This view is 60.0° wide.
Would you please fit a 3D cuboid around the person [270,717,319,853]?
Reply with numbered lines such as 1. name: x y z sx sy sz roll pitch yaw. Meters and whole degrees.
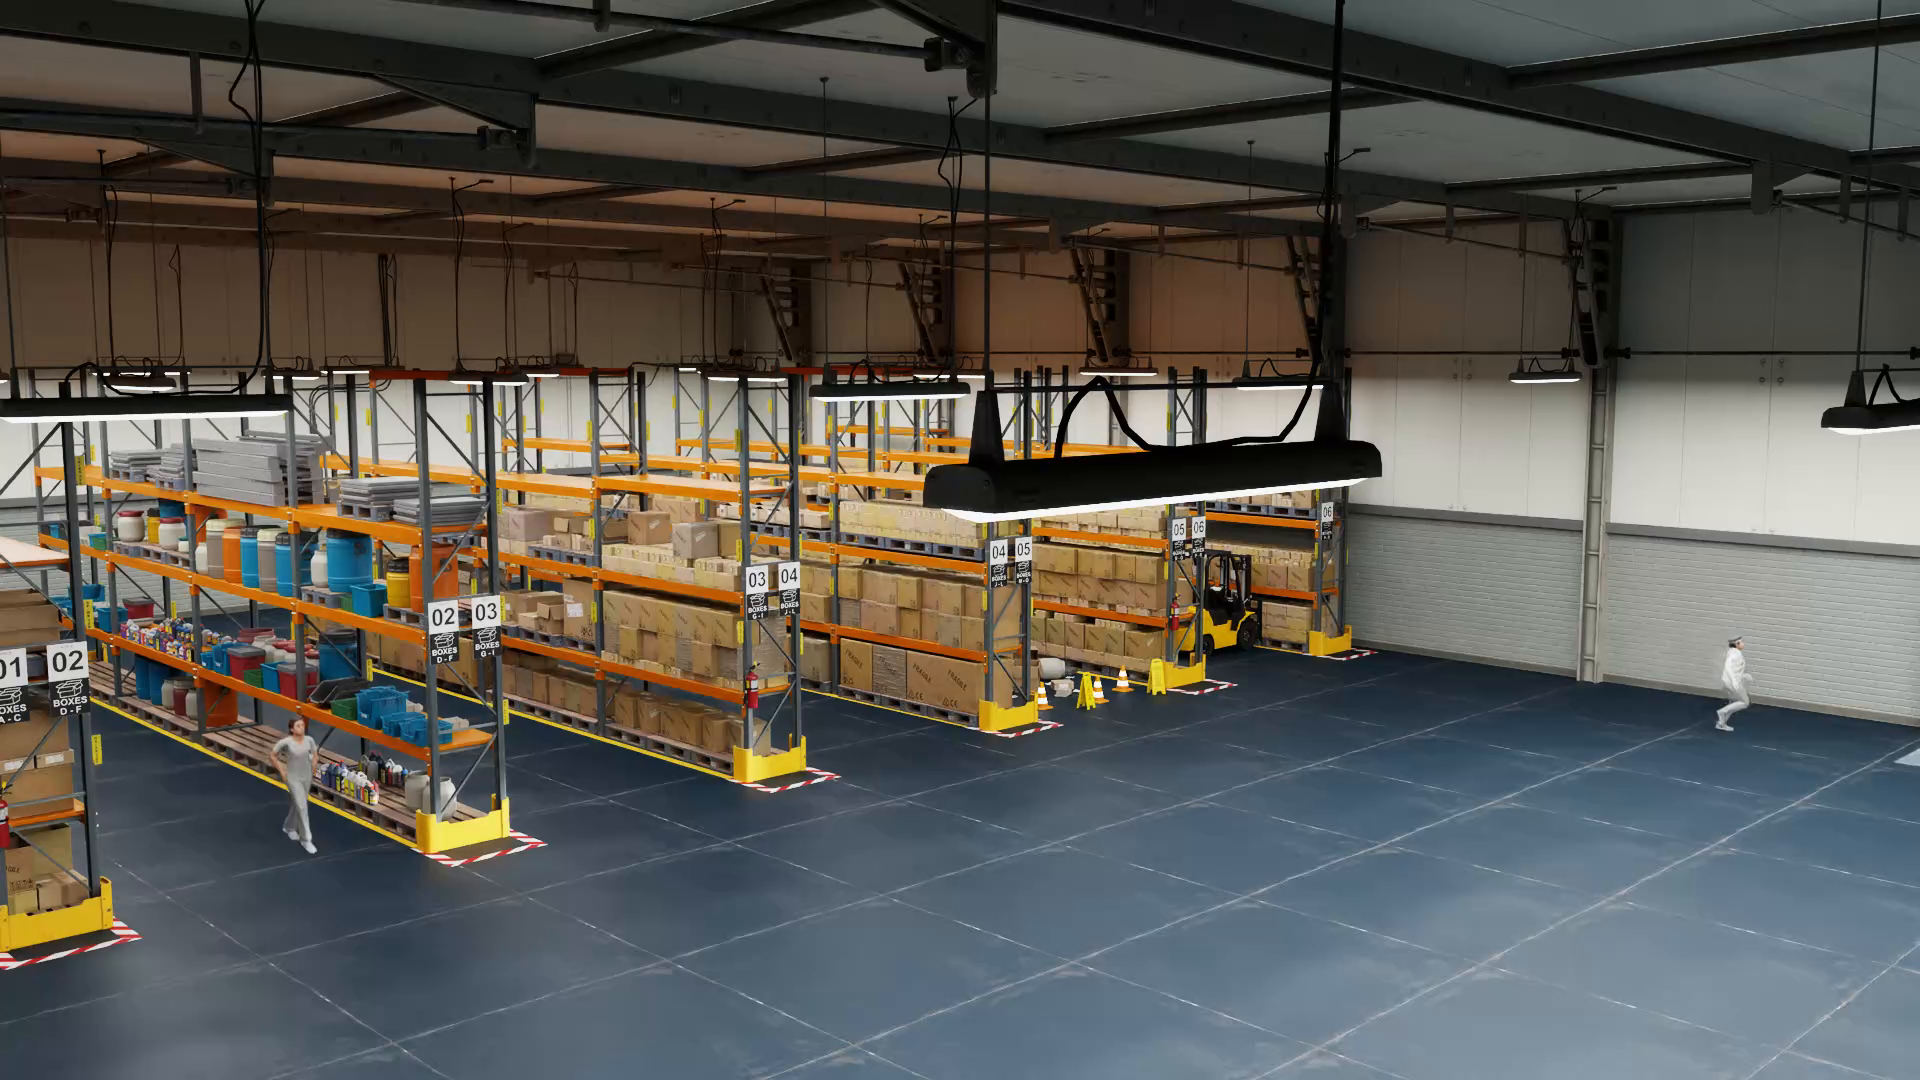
1. person: -8.460 3.091 21.271 0.836 1.698 0.556 5 8 36

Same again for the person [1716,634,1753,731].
1. person: 12.980 2.383 27.821 0.575 1.645 0.602 2 7 15

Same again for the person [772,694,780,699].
1. person: -3.501 2.065 30.640 0.763 1.705 0.544 5 8 38

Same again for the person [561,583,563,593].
1. person: -9.702 0.797 41.564 0.602 1.661 0.940 5 8 40
